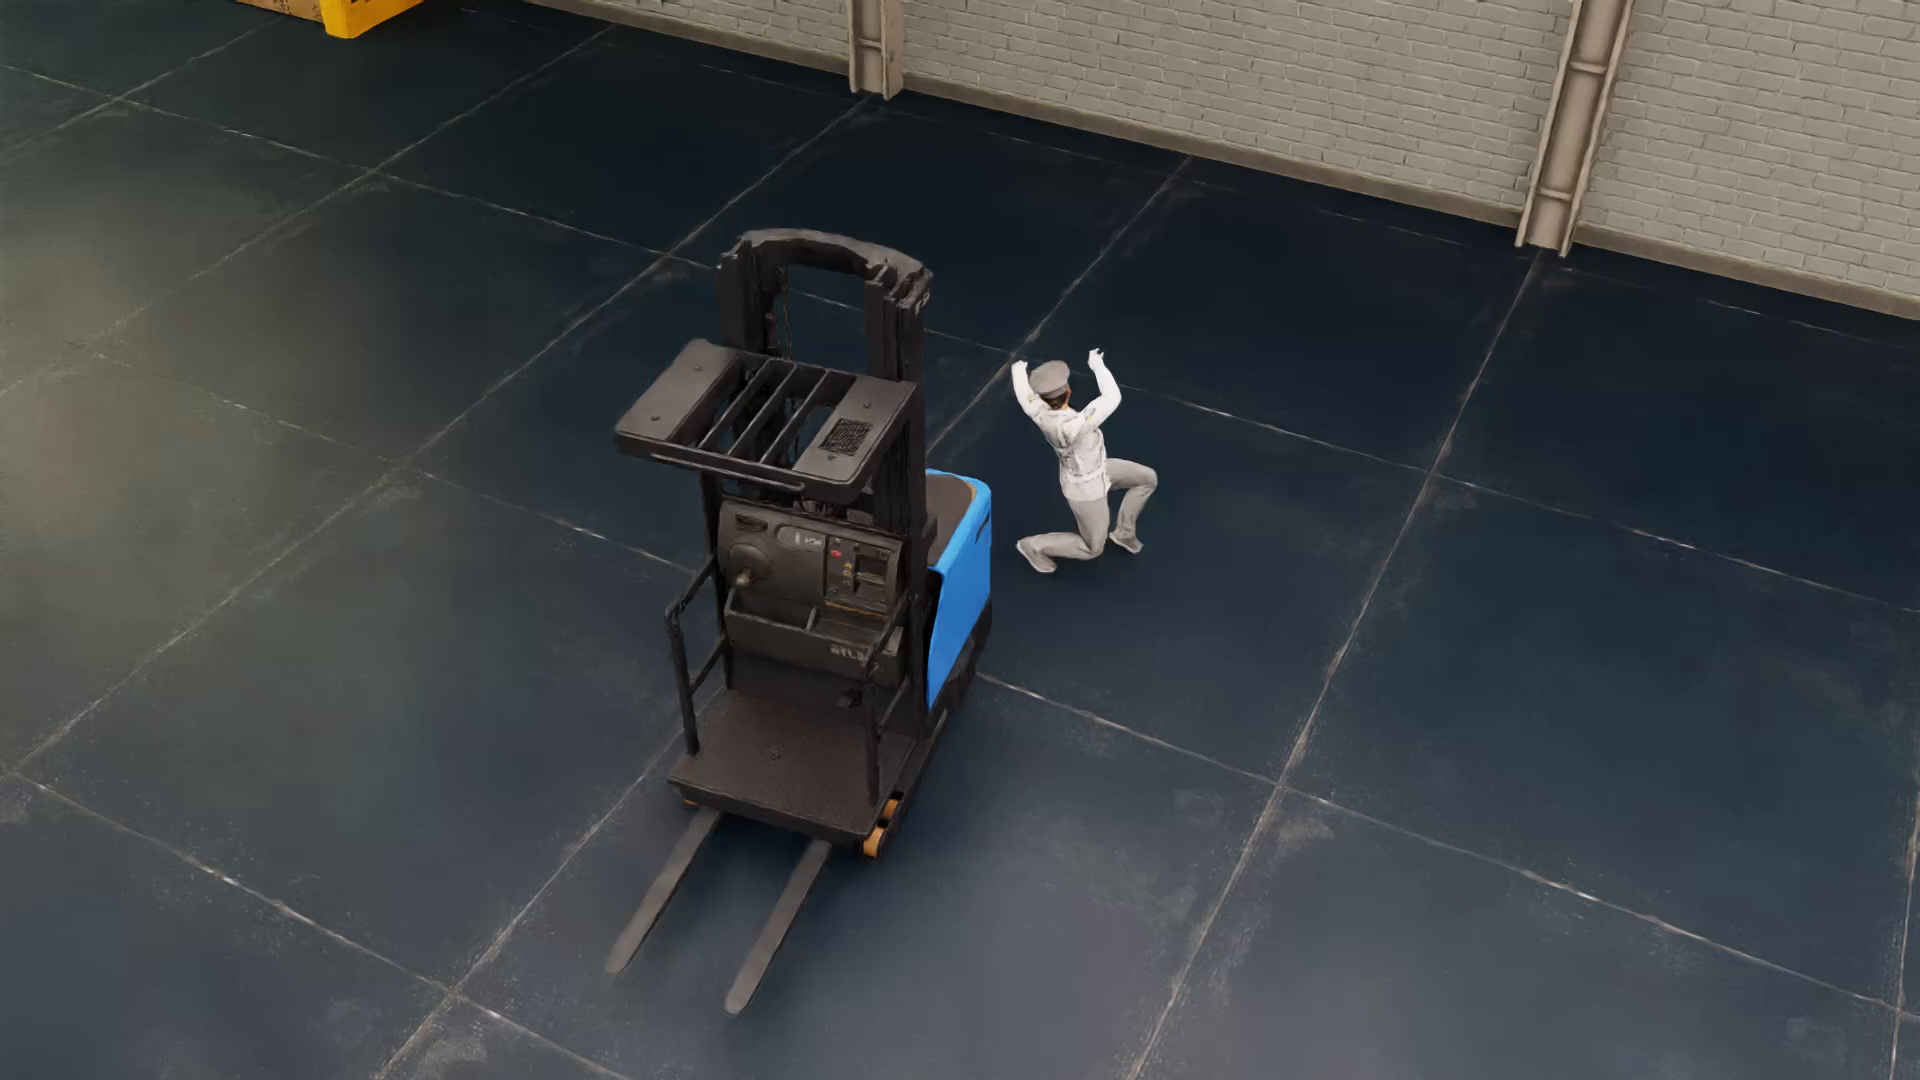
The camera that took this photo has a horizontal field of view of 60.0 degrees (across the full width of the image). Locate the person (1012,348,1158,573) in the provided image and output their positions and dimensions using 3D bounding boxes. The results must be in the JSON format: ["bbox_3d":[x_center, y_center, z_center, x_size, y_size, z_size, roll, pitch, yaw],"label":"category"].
[{"bbox_3d":[0.734,-0.572,9.864,0.848,1.429,0.975,-5,40,-5],"label":"person"}]

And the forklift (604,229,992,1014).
[{"bbox_3d":[-0.795,0.172,7.782,1.130,2.935,3.031,13,42,15],"label":"forklift"}]
